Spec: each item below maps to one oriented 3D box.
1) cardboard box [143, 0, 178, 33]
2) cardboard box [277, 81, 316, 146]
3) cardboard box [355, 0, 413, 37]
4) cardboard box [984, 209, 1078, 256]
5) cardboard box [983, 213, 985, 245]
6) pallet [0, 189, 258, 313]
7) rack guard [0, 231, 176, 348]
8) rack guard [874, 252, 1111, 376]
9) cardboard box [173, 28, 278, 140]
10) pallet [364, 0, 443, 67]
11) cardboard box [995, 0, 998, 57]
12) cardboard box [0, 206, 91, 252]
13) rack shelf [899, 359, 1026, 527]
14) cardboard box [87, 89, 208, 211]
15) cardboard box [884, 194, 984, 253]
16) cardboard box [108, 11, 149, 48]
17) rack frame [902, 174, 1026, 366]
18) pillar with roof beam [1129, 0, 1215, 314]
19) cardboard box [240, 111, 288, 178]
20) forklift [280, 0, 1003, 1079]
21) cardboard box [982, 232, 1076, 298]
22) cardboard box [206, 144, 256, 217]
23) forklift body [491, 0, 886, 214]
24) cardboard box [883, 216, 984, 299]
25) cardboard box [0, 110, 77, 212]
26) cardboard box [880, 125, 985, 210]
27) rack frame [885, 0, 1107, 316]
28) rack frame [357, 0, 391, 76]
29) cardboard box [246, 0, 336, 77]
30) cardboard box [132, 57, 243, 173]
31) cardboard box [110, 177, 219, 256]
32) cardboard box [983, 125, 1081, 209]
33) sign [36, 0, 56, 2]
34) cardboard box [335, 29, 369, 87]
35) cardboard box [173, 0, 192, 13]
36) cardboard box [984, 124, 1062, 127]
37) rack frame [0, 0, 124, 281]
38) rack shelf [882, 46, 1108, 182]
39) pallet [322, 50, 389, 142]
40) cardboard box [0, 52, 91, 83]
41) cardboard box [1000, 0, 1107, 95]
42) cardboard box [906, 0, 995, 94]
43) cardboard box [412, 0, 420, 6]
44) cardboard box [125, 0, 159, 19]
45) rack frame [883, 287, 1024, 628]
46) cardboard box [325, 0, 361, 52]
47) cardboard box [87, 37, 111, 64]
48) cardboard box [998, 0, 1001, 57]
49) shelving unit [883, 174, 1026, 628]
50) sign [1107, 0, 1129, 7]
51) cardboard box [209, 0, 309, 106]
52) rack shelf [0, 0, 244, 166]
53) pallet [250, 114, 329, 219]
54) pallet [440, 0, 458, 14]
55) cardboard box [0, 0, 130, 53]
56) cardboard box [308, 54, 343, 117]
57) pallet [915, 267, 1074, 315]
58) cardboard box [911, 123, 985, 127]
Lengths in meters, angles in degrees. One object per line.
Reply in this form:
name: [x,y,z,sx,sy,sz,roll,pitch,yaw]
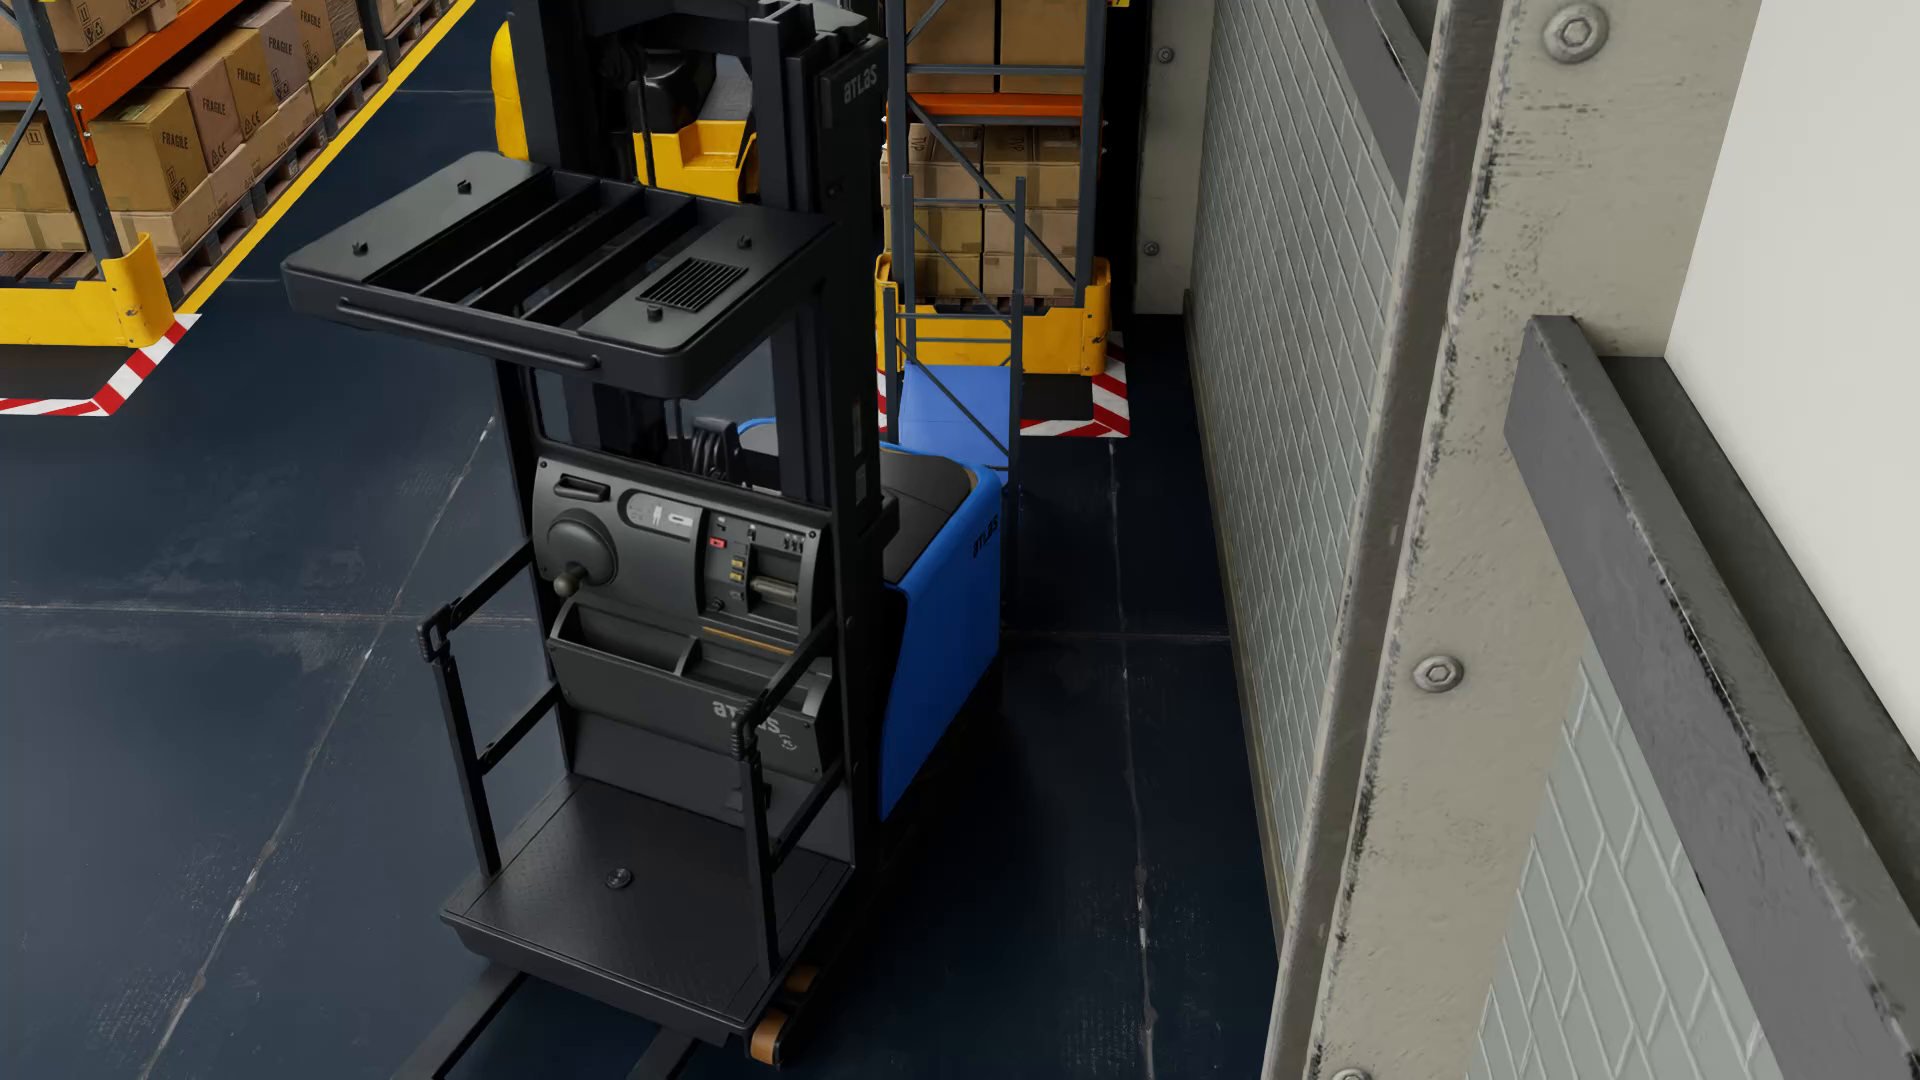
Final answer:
cardboard box: [-4.433,-2.825,8.880,0.380,0.149,0.250,2,35,3]
cardboard box: [-4.428,-2.698,10.506,0.500,0.250,0.500,2,35,3]
cardboard box: [-4.618,-3.993,12.244,0.950,0.372,0.625,2,35,2]
cardboard box: [0.389,-1.701,8.653,0.500,0.250,0.500,2,35,3]
cardboard box: [-0.105,-1.794,9.220,0.500,0.250,0.500,1,35,2]
pallet: [-4.726,-1.666,9.437,1.003,0.211,1.213,1,35,2]
rack guard: [-4.794,-1.318,8.691,1.175,0.500,0.348,1,35,2]
rack guard: [0.162,-1.148,8.449,1.175,0.500,0.348,1,35,2]
cardboard box: [-4.443,-2.710,9.871,0.500,0.500,0.500,2,35,3]
pallet: [-4.607,-3.902,12.618,1.003,0.211,1.213,1,35,2]
cardboard box: [-0.050,-2.812,8.556,0.500,0.500,0.500,2,35,3]
cardboard box: [-5.032,-1.828,9.269,0.500,0.250,0.500,1,35,2]
rack shelf: [-0.003,-0.417,6.852,0.538,0.185,1.000,1,35,2]
cardboard box: [-4.488,-2.122,9.034,0.500,0.500,0.500,0,35,0]
cardboard box: [-0.130,-1.723,8.684,0.500,0.250,0.500,1,35,1]
cardboard box: [-4.489,-2.681,8.674,0.380,0.149,0.250,0,35,0]
rack frame: [0.017,-0.857,7.165,0.500,1.500,0.032,1,35,2]
pillar with roof beam: [-3.210,-5.118,6.706,9.100,9.000,0.400,1,35,2]
cardboard box: [-4.451,-2.408,10.094,0.500,0.250,0.500,4,35,5]
forklift: [-0.899,0.094,4.567,1.130,2.935,3.031,14,38,19]
cardboard box: [0.378,-1.509,8.815,0.500,0.250,0.500,1,35,2]
cardboard box: [-4.460,-2.094,9.647,0.500,0.250,0.500,3,35,4]
forklift body: [-1.584,-2.969,9.604,2.313,2.155,1.214,1,35,2]
cardboard box: [-0.134,-1.509,8.814,0.500,0.250,0.500,2,35,2]
cardboard box: [-5.025,-2.117,9.028,0.500,0.500,0.500,2,35,2]
cardboard box: [-0.130,-1.912,8.519,0.500,0.250,0.500,2,35,3]
rack frame: [0.163,-2.185,7.750,1.000,3.000,0.127,1,35,2]
rack frame: [-4.636,-4.595,11.180,1.000,3.000,0.127,1,35,2]
cardboard box: [-4.411,-3.311,10.726,0.500,0.500,0.500,2,35,3]
cardboard box: [-4.471,-2.422,9.461,0.500,0.500,0.500,0,35,0]
cardboard box: [-4.488,-1.801,9.230,0.500,0.250,0.500,1,35,1]
cardboard box: [0.371,-1.912,8.519,0.500,0.250,0.500,1,35,1]
sign: [-4.255,-2.639,7.643,0.100,0.325,0.005,1,35,2]
cardboard box: [-4.392,-3.296,11.358,0.500,0.250,0.500,3,35,4]
cardboard box: [-4.456,-2.975,9.093,0.380,0.149,0.250,2,35,3]
cardboard box: [0.388,-2.199,8.927,0.500,0.250,0.500,1,35,2]
rack frame: [-4.797,-2.297,7.910,1.000,3.000,0.127,1,35,2]
rack shelf: [0.243,-3.039,9.592,1.077,0.370,4.000,1,35,2]
pallet: [-4.628,-3.068,11.431,1.003,0.211,1.213,1,35,2]
cardboard box: [-4.577,-2.385,8.253,0.380,0.149,0.250,1,35,2]
cardboard box: [0.460,-2.504,8.117,0.500,0.500,0.500,2,35,3]
cardboard box: [-0.080,-2.514,8.132,0.500,0.500,0.500,1,35,1]
cardboard box: [-4.592,-4.407,12.831,0.950,0.372,0.625,3,35,5]
cardboard box: [-4.483,-3.023,8.597,0.500,0.500,0.500,2,35,3]
rack frame: [-0.024,-0.273,6.333,0.500,1.500,0.032,1,35,2]
cardboard box: [-4.392,-3.603,11.142,0.500,0.500,0.500,1,35,1]
cardboard box: [-4.581,-2.530,8.460,0.380,0.149,0.250,2,35,3]
cardboard box: [0.459,-2.804,8.544,0.500,0.500,0.500,2,35,3]
shelving unit: [-0.003,-0.565,6.749,0.538,1.500,1.048,1,35,2]
sign: [0.717,-2.555,7.455,0.100,0.325,0.005,1,35,2]
cardboard box: [-4.430,-3.017,10.309,0.500,0.500,0.500,3,35,4]
rack shelf: [-4.717,-3.152,9.752,1.077,0.370,4.000,1,35,2]
pallet: [-4.674,-2.365,10.431,1.003,0.211,1.213,1,35,2]
pallet: [-4.560,-4.605,13.618,1.003,0.211,1.213,1,35,2]
cardboard box: [-4.501,-2.725,8.174,0.500,0.500,0.500,1,35,1]
cardboard box: [-4.403,-2.990,10.922,0.500,0.250,0.500,0,35,1]
pallet: [0.152,-1.484,9.178,1.003,0.211,1.213,1,35,2]
cardboard box: [-0.116,-2.206,8.936,0.500,0.250,0.500,2,35,3]
